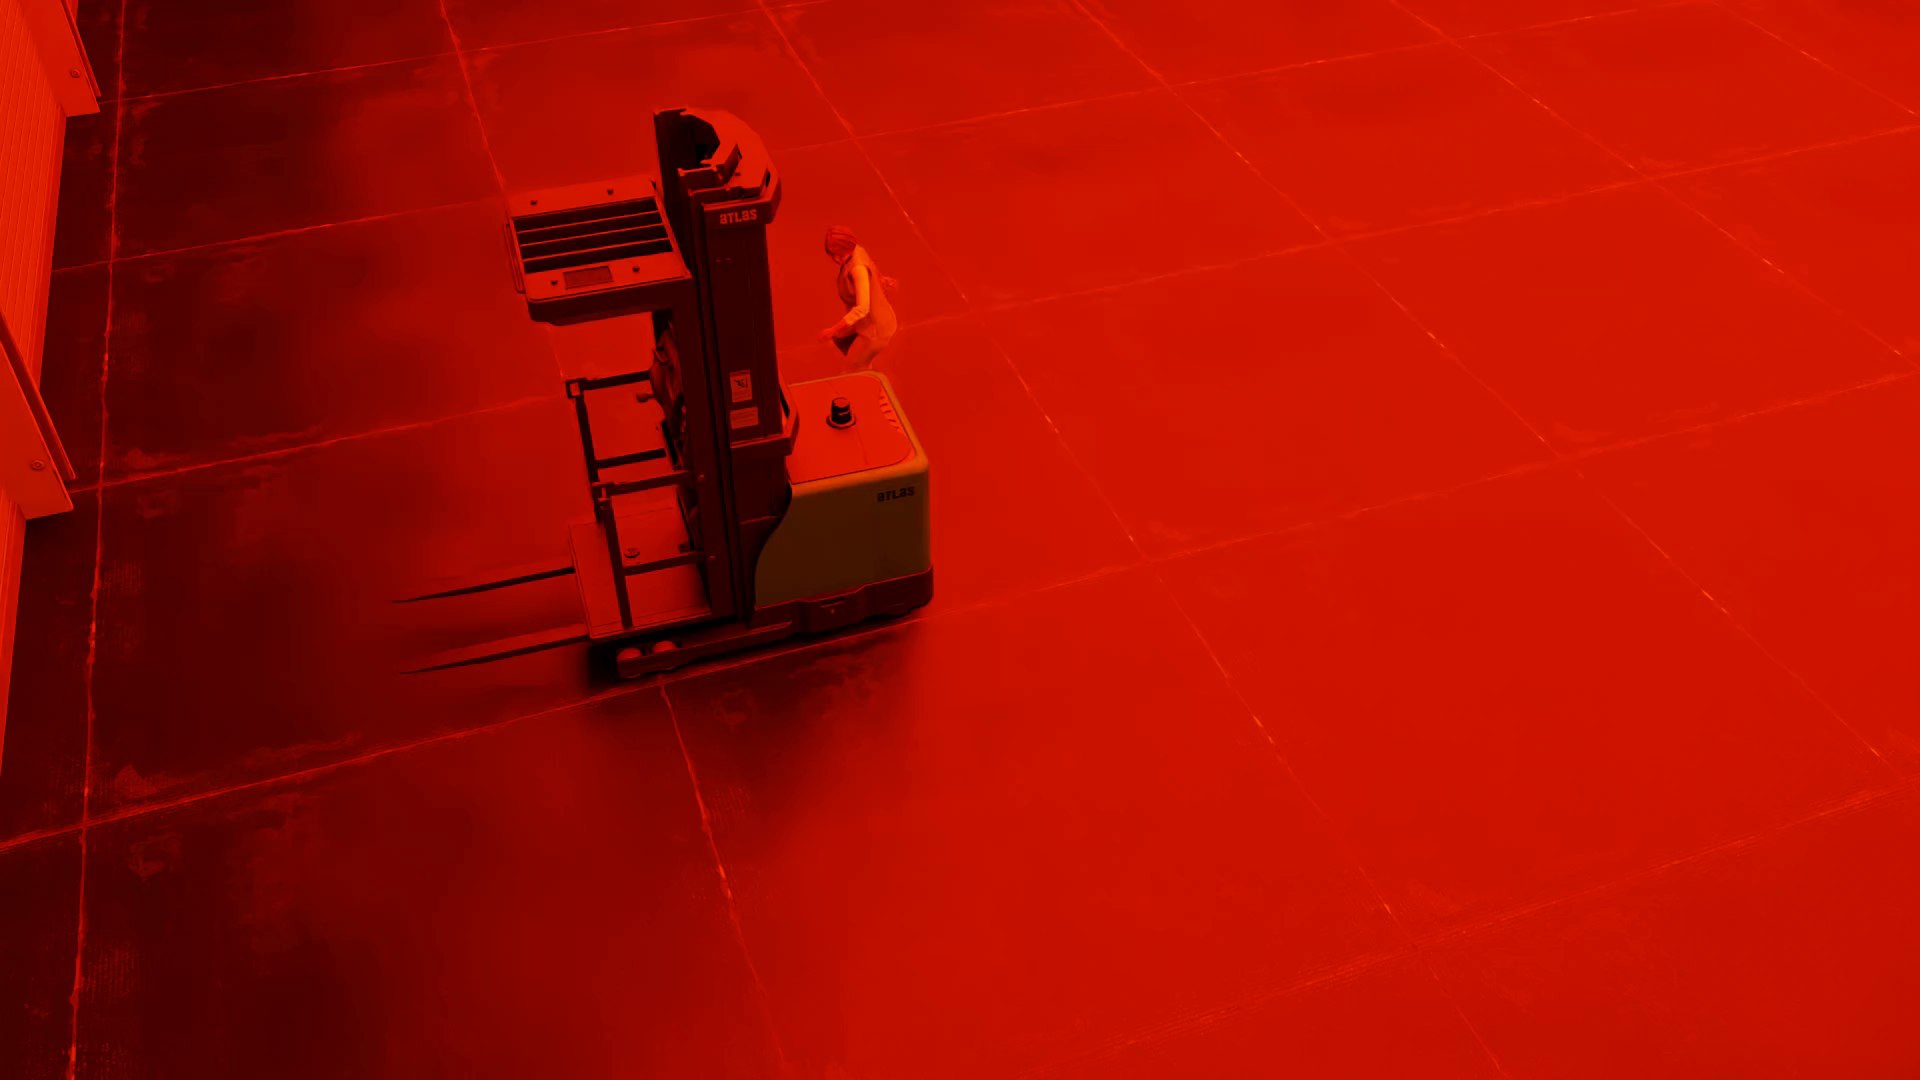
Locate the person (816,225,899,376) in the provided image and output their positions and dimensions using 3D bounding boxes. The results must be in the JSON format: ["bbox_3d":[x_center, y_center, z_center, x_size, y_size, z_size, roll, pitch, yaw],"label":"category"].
[{"bbox_3d":[-0.655,-1.397,10.888,0.514,1.526,0.907,-1,40,-1],"label":"person"}]

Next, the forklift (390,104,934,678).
[{"bbox_3d":[-1.730,-0.731,8.867,3.031,2.935,1.130,-12,41,-14],"label":"forklift"}]
